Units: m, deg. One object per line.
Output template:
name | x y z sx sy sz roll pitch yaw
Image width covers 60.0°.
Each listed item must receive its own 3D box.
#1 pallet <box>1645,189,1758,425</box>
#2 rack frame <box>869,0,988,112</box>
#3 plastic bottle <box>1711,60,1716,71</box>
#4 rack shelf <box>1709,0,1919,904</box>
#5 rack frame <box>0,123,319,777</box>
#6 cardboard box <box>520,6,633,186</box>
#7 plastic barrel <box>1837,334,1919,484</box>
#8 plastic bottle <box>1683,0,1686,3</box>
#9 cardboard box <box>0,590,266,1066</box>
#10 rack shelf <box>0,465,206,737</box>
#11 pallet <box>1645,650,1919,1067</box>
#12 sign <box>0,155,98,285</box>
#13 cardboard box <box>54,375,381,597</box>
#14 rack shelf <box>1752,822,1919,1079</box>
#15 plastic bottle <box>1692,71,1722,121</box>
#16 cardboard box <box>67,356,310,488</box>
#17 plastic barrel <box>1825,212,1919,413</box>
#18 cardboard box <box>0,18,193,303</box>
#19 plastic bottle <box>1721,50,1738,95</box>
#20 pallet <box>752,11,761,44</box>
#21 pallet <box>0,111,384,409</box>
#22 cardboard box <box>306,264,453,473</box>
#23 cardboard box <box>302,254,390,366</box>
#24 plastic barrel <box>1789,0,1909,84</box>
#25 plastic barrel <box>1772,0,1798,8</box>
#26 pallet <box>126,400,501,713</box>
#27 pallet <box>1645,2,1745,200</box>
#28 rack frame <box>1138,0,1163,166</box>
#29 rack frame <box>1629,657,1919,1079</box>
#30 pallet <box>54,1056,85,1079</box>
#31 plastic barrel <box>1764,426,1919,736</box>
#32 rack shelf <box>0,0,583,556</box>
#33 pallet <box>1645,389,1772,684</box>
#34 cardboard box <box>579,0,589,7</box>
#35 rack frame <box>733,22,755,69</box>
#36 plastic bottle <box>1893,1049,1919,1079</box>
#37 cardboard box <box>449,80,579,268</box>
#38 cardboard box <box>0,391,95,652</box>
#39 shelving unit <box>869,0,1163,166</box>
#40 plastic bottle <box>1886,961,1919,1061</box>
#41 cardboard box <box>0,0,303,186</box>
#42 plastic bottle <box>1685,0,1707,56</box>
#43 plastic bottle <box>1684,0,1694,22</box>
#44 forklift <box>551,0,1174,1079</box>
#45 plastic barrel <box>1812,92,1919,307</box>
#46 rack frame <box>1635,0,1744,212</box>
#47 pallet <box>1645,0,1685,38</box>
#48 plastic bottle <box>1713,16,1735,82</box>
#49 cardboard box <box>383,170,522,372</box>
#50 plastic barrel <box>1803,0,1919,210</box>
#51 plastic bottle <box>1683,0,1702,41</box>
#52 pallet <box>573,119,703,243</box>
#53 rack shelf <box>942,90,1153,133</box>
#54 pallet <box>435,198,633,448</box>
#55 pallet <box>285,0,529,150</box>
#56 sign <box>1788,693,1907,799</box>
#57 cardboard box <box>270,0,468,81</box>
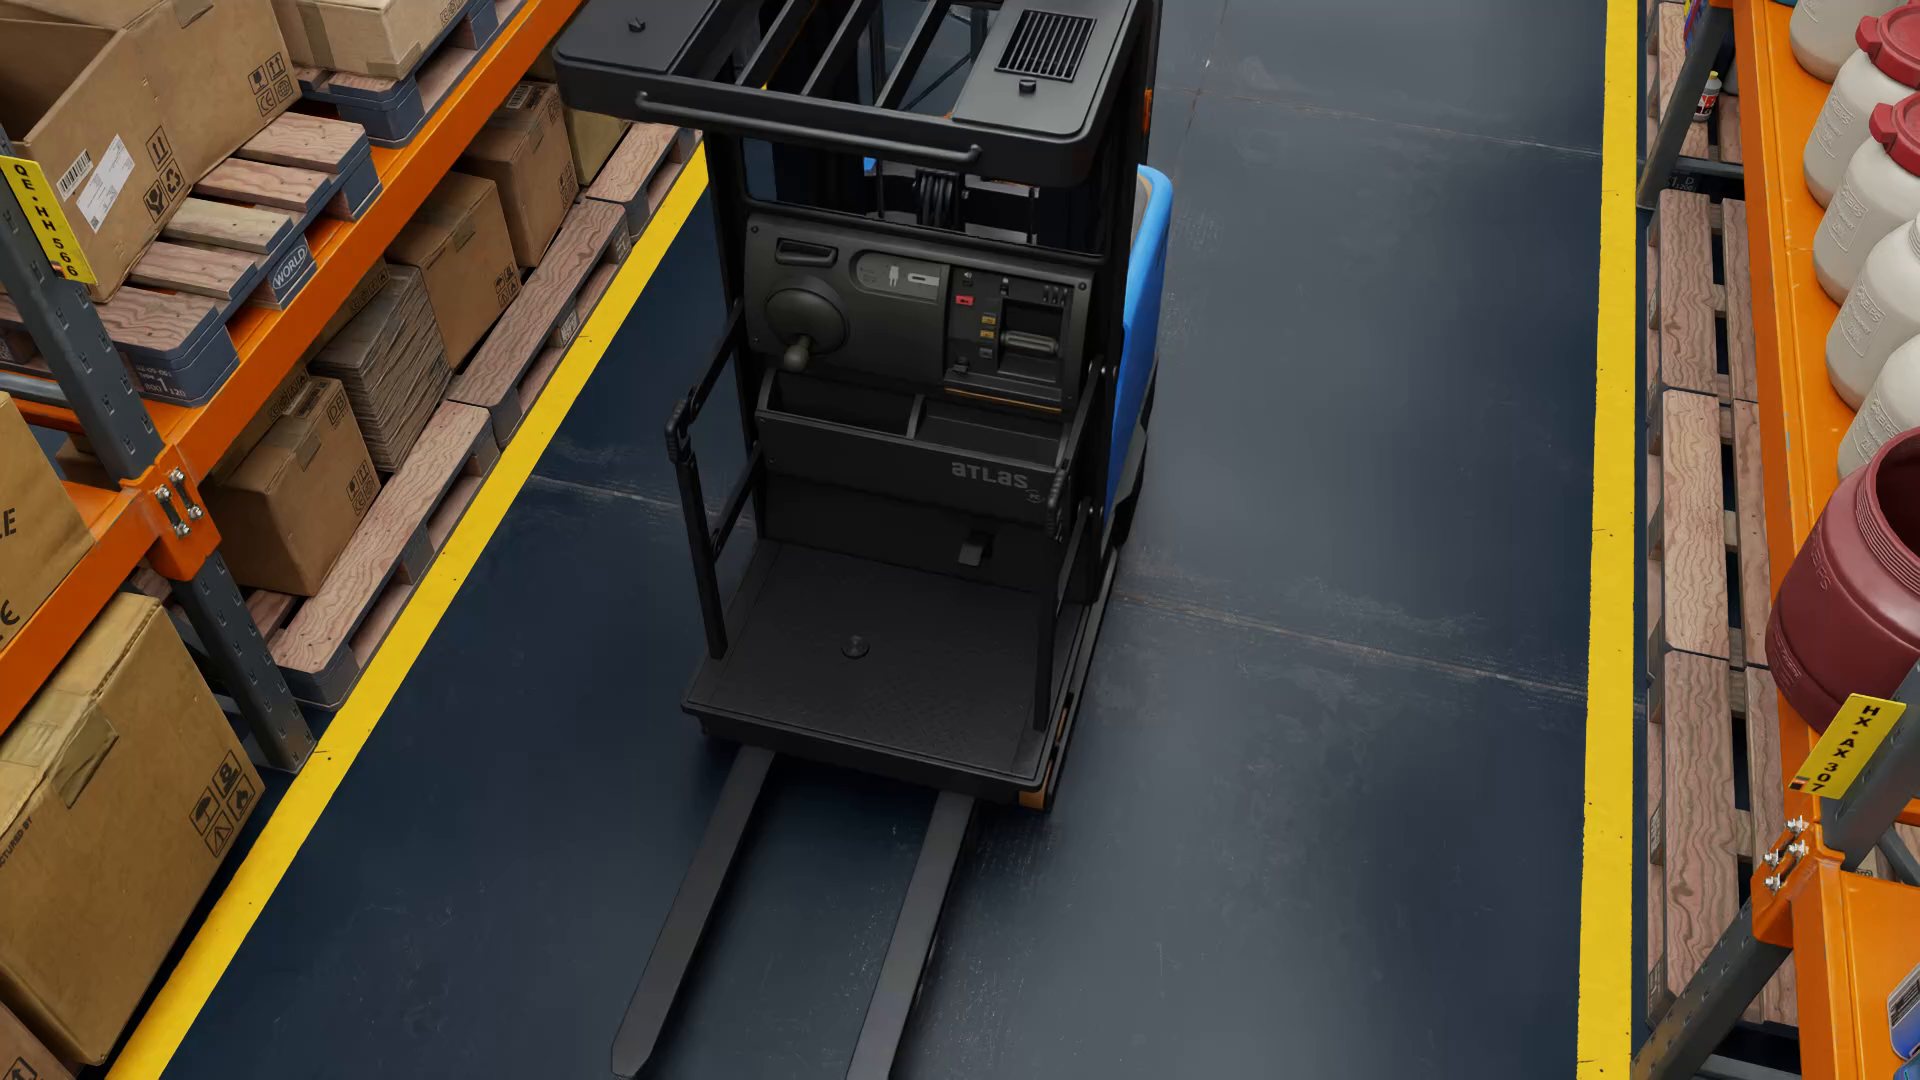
pallet | 3.161 -0.827 6.339 1.003 0.211 1.213 12 50 10
rack frame | -0.111 -1.341 5.933 0.500 1.500 0.032 33 56 26
plastic bottle | 3.139 -1.985 7.020 0.061 0.283 0.133 14 50 12
rack shelf | 2.804 -0.641 4.795 1.077 0.370 4.000 12 50 10
rack frame | -2.500 -0.410 4.111 1.000 3.000 0.127 12 50 10
cardboard box | -1.774 -1.840 6.747 0.700 0.500 0.500 11 50 10
plastic barrel | 2.343 -0.255 3.900 0.421 0.512 0.421 0 49 0
plastic bottle | 3.404 -2.582 7.551 0.152 0.276 0.135 12 50 11
cardboard box | -2.702 0.650 4.313 1.225 0.875 0.875 9 49 8
rack shelf | -3.027 1.275 3.104 1.077 0.370 4.000 12 50 10
pallet | 2.519 0.938 4.781 1.003 0.211 1.213 12 50 10
sign | -1.964 -0.686 3.582 0.100 0.325 0.005 12 50 10
cardboard box | -2.343 -0.217 5.314 0.700 0.500 0.500 9 49 8
rack shelf | 1.751 2.253 2.241 1.077 0.370 4.000 12 50 10
plastic bottle | 3.126 -1.869 6.972 0.097 0.201 0.097 0 49 0
cardboard box | -2.353 -0.467 5.035 0.500 0.250 0.500 13 50 12
plastic barrel | 2.453 -0.560 4.169 0.421 0.512 0.421 0 49 0
cardboard box | -2.397 -0.980 4.268 0.500 0.500 0.500 6 49 5
plastic bottle | 3.361 -2.089 7.066 0.144 0.351 0.185 12 50 10
pallet | -1.305 -2.873 8.145 1.003 0.211 1.213 12 50 10
pallet | -2.416 -0.883 4.656 1.213 0.211 1.003 12 50 10
cardboard box | -2.210 -0.620 5.671 0.700 0.500 0.500 8 49 7
cardboard box | -2.223 -0.852 5.375 0.500 0.250 0.500 17 51 14
plastic barrel | 2.867 -1.722 5.178 0.433 0.535 0.433 0 49 0
plastic barrel | 2.937 -2.272 5.420 0.600 0.901 0.708 12 50 10
pallet | -2.293 -0.052 5.655 1.003 0.211 1.213 12 50 10
pallet | 3.548 -1.880 7.269 1.003 0.211 1.213 12 50 10
rack frame | 0.551 -1.919 6.444 0.500 1.500 0.032 33 56 26
rack frame | 2.278 0.568 3.248 1.000 3.000 0.127 12 50 10
pallet | -2.781 1.069 4.666 1.003 0.211 1.213 12 50 10
plastic barrel | 2.108 0.127 3.546 0.600 0.536 0.708 12 50 10
rack shelf | -1.974 -1.618 5.657 1.077 0.370 4.000 12 50 10
pallet | 2.842 0.058 5.558 1.003 0.211 1.213 12 50 10
cardboard box | -1.630 -2.181 7.048 0.700 0.500 0.500 8 49 7
rack frame | -1.448 -3.303 6.664 1.000 3.000 0.127 12 50 10
plastic bottle | 1.795 0.938 3.007 0.097 0.271 0.097 0 49 0
cardboard box | -1.921 -1.435 6.390 0.700 0.500 0.500 8 49 7
cardboard box | -2.391 -0.037 3.715 0.500 0.500 0.500 13 50 11
shelving unit | 0.214 -1.625 6.184 0.587 1.500 1.083 33 56 26
plastic bottle | 1.852 0.858 3.075 0.152 0.276 0.135 12 50 10
cardboard box | -2.346 -1.404 4.641 0.700 0.500 0.500 18 51 16
plastic bottle | 3.273 -2.256 7.214 0.144 0.351 0.185 9 49 8
plastic bottle | 3.358 -2.490 7.420 0.144 0.351 0.185 11 50 10
forklift | -0.174 -0.490 4.228 1.130 2.935 3.031 12 50 10
plastic barrel | 2.560 -0.878 4.434 0.433 0.535 0.433 0 49 0
rack frame | 3.331 -2.325 5.802 1.000 3.000 0.127 12 50 10
pallet | 3.867 -2.765 8.050 1.003 0.211 1.213 12 50 10
plastic bottle | 3.222 -2.117 7.091 0.144 0.351 0.185 10 49 9
cardboard box | -2.067 -1.032 6.034 0.700 0.500 0.500 15 50 13
plastic barrel | 2.674 -1.191 4.710 0.433 0.535 0.433 0 49 0
plastic bottle | 3.275 -2.360 7.350 0.061 0.283 0.133 15 50 13
pallet | -1.651 -1.817 7.213 1.003 0.211 1.213 12 50 10
rack shelf | 0.220 -1.511 6.323 0.538 0.185 1.000 33 56 26
pallet | -1.970 -0.931 6.431 1.003 0.211 1.213 12 50 10
pallet | -2.019 -1.786 5.454 1.003 0.211 1.213 12 50 10
sign | 1.745 0.410 3.278 0.100 0.325 0.005 12 50 10
cardboard box | -1.837 -1.666 5.039 0.500 0.250 0.500 10 49 9
